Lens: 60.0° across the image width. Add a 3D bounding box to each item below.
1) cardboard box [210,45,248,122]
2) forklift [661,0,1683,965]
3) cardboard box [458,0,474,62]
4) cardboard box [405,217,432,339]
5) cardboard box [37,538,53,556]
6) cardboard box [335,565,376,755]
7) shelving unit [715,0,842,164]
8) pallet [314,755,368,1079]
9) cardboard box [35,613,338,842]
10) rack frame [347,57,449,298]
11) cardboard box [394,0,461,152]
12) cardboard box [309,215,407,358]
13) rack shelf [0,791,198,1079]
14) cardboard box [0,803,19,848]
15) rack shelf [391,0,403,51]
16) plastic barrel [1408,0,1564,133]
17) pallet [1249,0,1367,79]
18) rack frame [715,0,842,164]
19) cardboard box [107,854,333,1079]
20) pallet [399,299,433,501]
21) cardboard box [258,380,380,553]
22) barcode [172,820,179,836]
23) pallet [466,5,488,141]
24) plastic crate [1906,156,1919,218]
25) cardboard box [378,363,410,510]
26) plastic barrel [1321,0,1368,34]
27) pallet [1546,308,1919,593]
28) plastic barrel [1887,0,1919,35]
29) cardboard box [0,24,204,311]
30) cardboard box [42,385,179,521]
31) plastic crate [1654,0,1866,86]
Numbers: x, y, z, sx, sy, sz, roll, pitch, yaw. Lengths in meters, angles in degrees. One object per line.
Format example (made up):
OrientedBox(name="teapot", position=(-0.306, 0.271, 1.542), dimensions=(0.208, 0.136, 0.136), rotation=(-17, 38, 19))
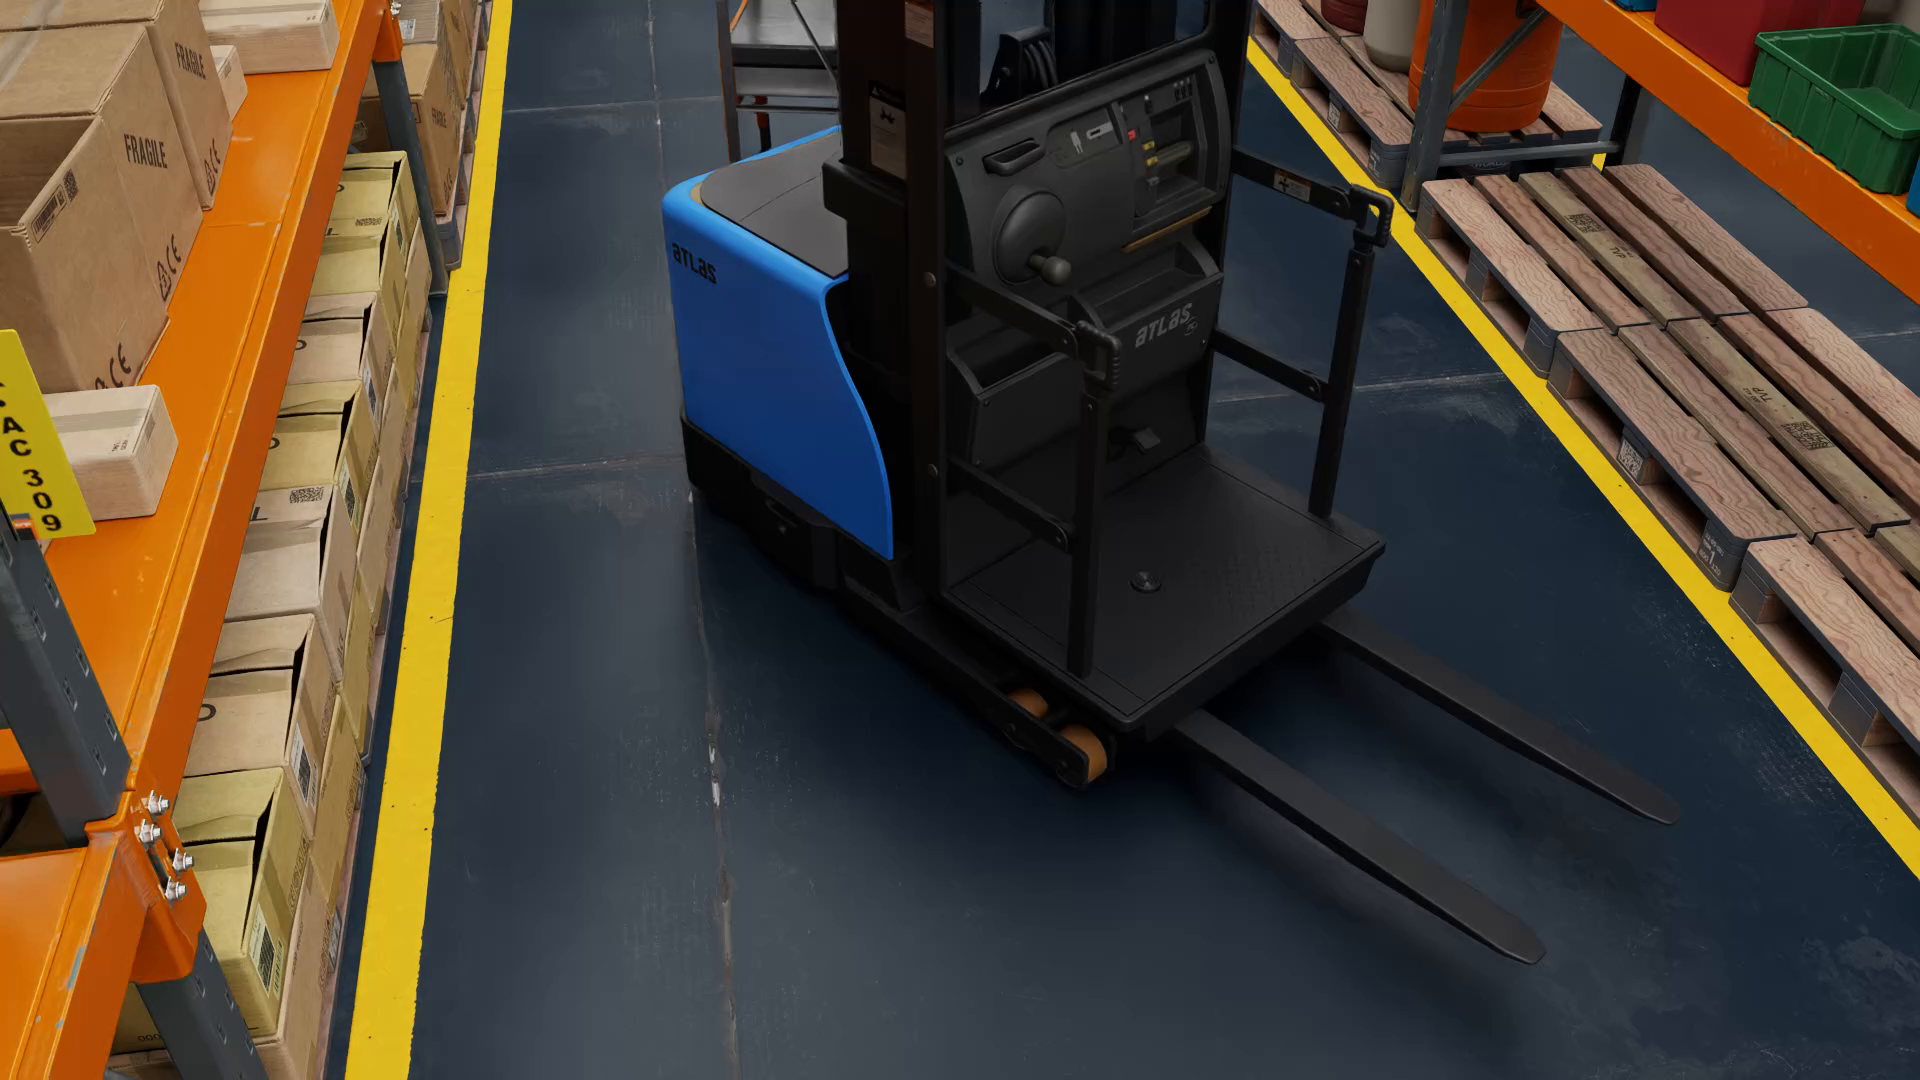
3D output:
OrientedBox(name="cardboard box", position=(-2.219, -1.252, 4.621), dimensions=(0.380, 0.149, 0.250), rotation=(-4, 38, -5))
OrientedBox(name="forklift", position=(0.484, -0.862, 3.970), dimensions=(1.130, 2.935, 3.031), rotation=(-30, 47, -32))
OrientedBox(name="cardboard box", position=(-2.573, -2.541, 7.755), dimensions=(0.500, 0.500, 0.500), rotation=(-7, 38, -9))
OrientedBox(name="cardboard box", position=(-2.165, -0.904, 5.867), dimensions=(0.500, 0.250, 0.500), rotation=(-5, 38, -7))
OrientedBox(name="cardboard box", position=(-1.926, 0.067, 2.841), dimensions=(0.500, 0.250, 0.500), rotation=(-4, 38, -5))
OrientedBox(name="cardboard box", position=(-1.805, 0.329, 4.281), dimensions=(0.500, 0.250, 0.500), rotation=(-7, 38, -9))
OrientedBox(name="shelving unit", position=(-0.528, -1.517, 5.491), dimensions=(0.431, 2.100, 0.503), rotation=(3, 38, 4))
OrientedBox(name="pallet", position=(-1.964, 0.961, 3.841), dimensions=(1.003, 0.211, 1.213), rotation=(-6, 38, -8))
OrientedBox(name="cardboard box", position=(-1.706, 0.420, 3.707), dimensions=(0.500, 0.311, 0.500), rotation=(-7, 38, -8))
OrientedBox(name="rack frame", position=(-2.498, -2.115, 5.528), dimensions=(1.000, 3.000, 0.127), rotation=(-6, 38, -8))
OrientedBox(name="cardboard box", position=(-2.393, -1.923, 6.960), dimensions=(0.500, 0.500, 0.500), rotation=(-8, 38, -10))
OrientedBox(name="cardboard box", position=(-2.066, -0.814, 5.294), dimensions=(0.500, 0.311, 0.500), rotation=(-7, 38, -9))
OrientedBox(name="rack shelf", position=(-1.446, 1.793, 1.084), dimensions=(1.077, 0.370, 4.000), rotation=(-6, 38, -8))
OrientedBox(name="cardboard box", position=(-2.150, 0.785, 3.236), dimensions=(0.500, 0.311, 0.500), rotation=(-6, 38, -8))
OrientedBox(name="rack shelf", position=(-2.848, -3.039, 7.304), dimensions=(1.077, 0.370, 4.000), rotation=(-6, 38, -8))
OrientedBox(name="plastic barrel", position=(2.277, -2.248, 7.126), dimensions=(0.600, 0.830, 0.708), rotation=(-6, 38, -8))
OrientedBox(name="pallet", position=(1.990, -2.752, 8.620), dimensions=(1.003, 0.211, 1.213), rotation=(-6, 38, -8))
OrientedBox(name="rack frame", position=(-0.549, -1.367, 5.299), dimensions=(0.400, 2.100, 0.015), rotation=(3, 38, 4))
OrientedBox(name="cardboard box", position=(-1.623, 0.950, 3.481), dimensions=(0.500, 0.250, 0.500), rotation=(-7, 38, -9))
OrientedBox(name="pallet", position=(-2.392, -0.513, 5.738), dimensions=(1.003, 0.211, 1.213), rotation=(-6, 38, -8))
OrientedBox(name="cardboard box", position=(-1.894, -0.206, 4.512), dimensions=(0.500, 0.311, 0.500), rotation=(-5, 38, -7))
OrientedBox(name="barcode", position=(-1.431, 0.536, 3.012), dimensions=(0.001, 0.075, 0.075), rotation=(-6, 38, -8))
OrientedBox(name="pallet", position=(-2.802, -2.205, 7.916), dimensions=(1.003, 0.211, 1.213), rotation=(-6, 38, -8))
OrientedBox(name="plastic crate", position=(2.581, -0.856, 3.920), dimensions=(0.392, 0.384, 0.575), rotation=(-6, 38, -8))
OrientedBox(name="cardboard box", position=(-1.986, -0.289, 5.076), dimensions=(0.500, 0.250, 0.500), rotation=(-5, 38, -7))
OrientedBox(name="plastic barrel", position=(2.079, -2.835, 8.078), dimensions=(0.600, 0.588, 0.708), rotation=(-6, 38, -8))
OrientedBox(name="pallet", position=(2.688, -0.337, 5.512), dimensions=(1.003, 0.211, 1.213), rotation=(-6, 38, -8))
OrientedBox(name="plastic barrel", position=(2.925, -1.590, 4.740), dimensions=(0.433, 0.535, 0.433), rotation=(0, 38, 0))
OrientedBox(name="cardboard box", position=(-2.095, -0.825, 3.786), dimensions=(0.500, 0.500, 0.500), rotation=(-6, 38, -8))
OrientedBox(name="cardboard box", position=(-1.750, -0.157, 3.212), dimensions=(0.380, 0.149, 0.250), rotation=(-6, 38, -8))
OrientedBox(name="plastic crate", position=(2.362, -1.662, 4.893), dimensions=(0.402, 0.464, 0.583), rotation=(-6, 38, -8))
